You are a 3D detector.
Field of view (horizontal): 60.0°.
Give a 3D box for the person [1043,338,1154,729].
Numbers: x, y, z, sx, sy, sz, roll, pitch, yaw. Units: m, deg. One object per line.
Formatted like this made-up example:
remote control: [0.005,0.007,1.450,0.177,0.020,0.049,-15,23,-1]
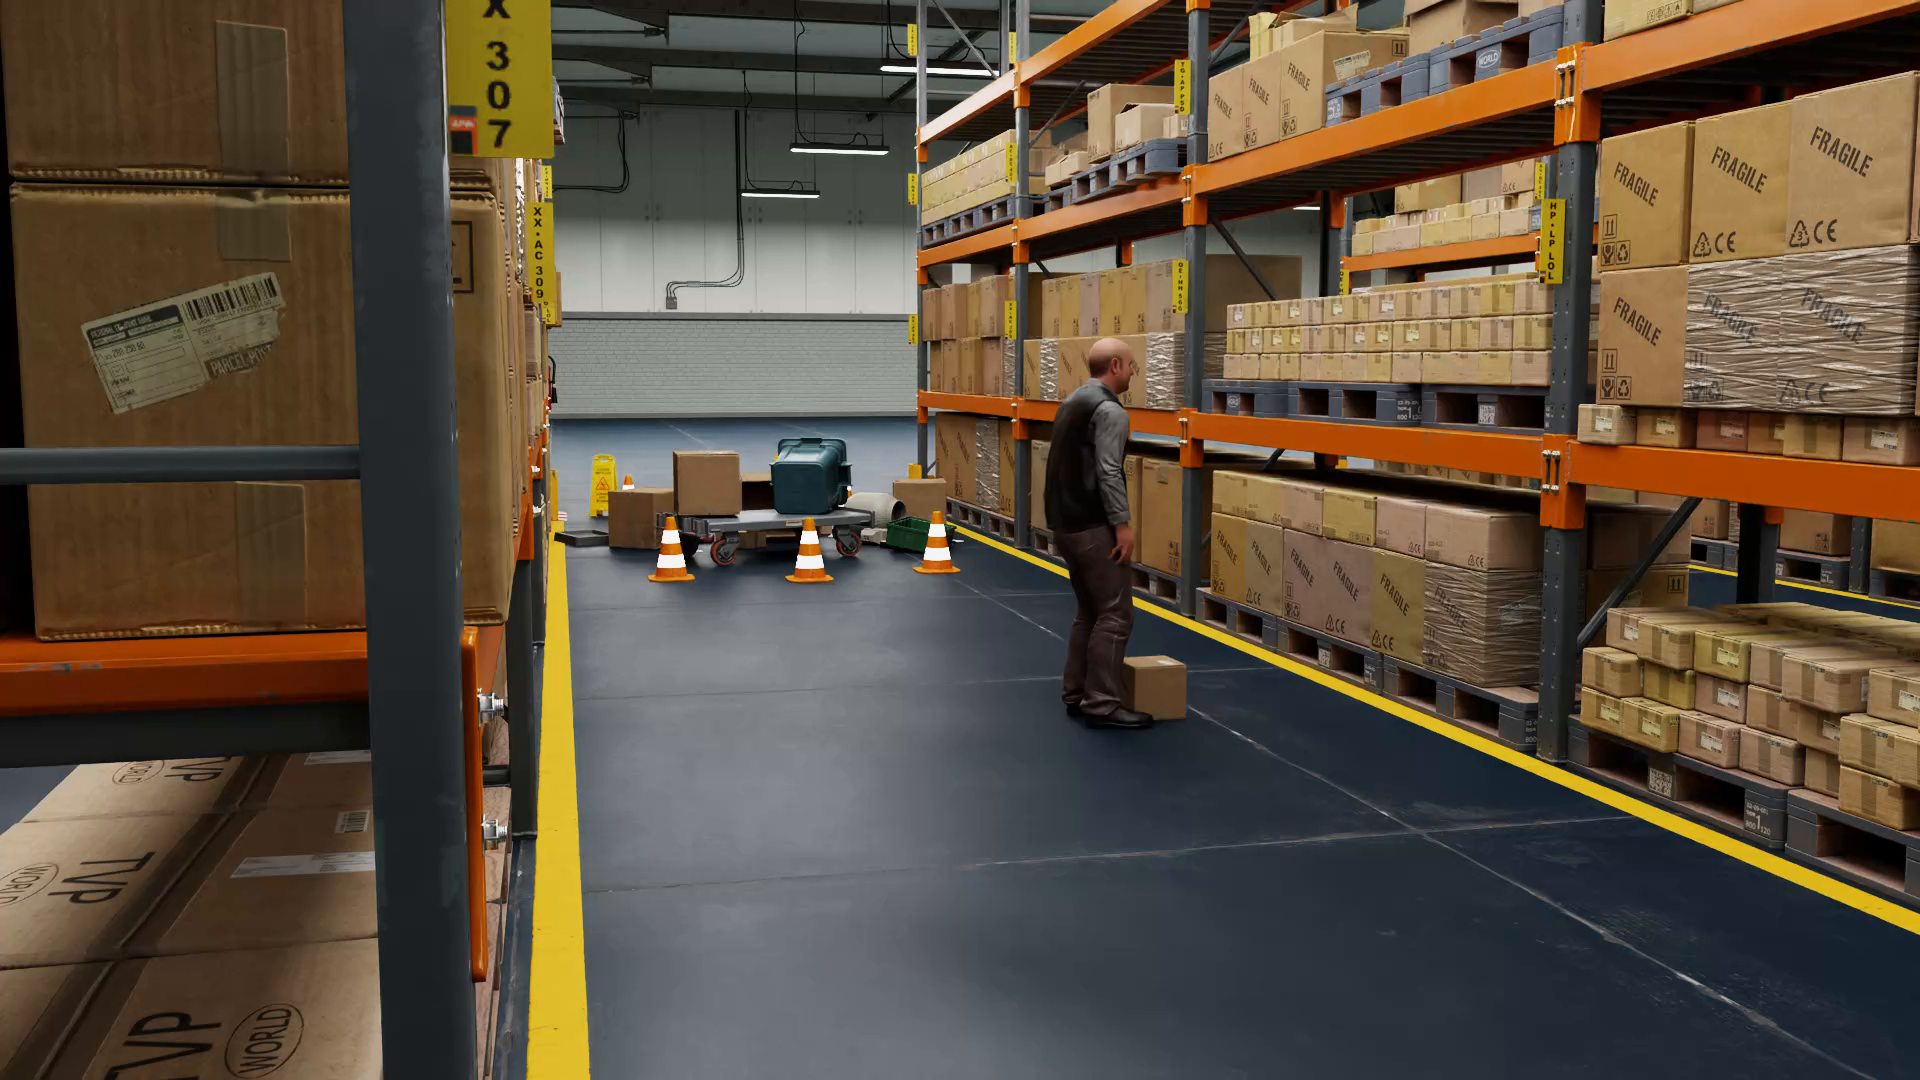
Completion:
person: [0.599,-0.043,7.470,0.426,1.719,0.580,-2,6,-16]
